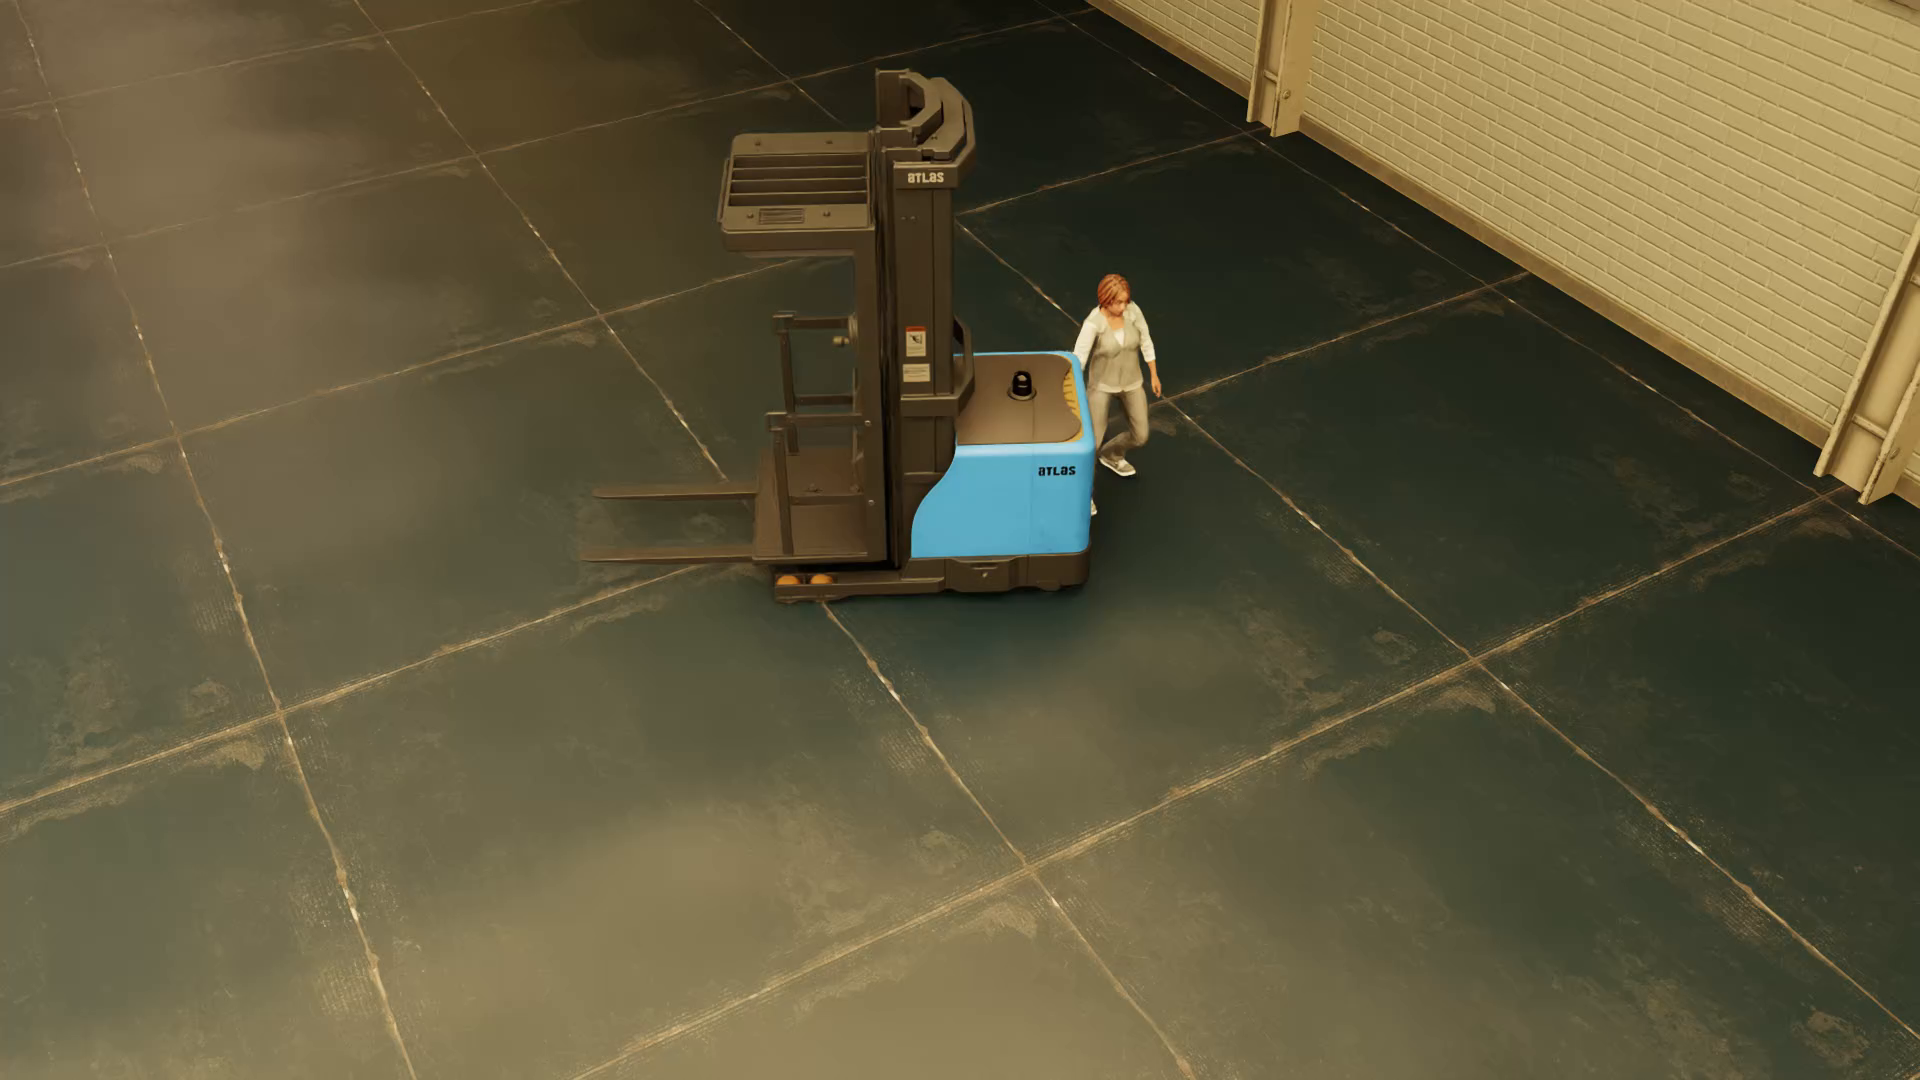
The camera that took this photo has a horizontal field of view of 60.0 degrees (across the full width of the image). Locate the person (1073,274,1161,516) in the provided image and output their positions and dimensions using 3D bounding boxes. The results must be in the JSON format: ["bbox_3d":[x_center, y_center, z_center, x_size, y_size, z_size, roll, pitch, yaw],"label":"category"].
[{"bbox_3d":[0.960,-0.912,10.226,0.606,1.530,0.497,-12,41,-14],"label":"person"}]

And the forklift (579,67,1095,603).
[{"bbox_3d":[-0.758,-1.099,9.361,3.031,2.935,1.130,-2,40,-2],"label":"forklift"}]
